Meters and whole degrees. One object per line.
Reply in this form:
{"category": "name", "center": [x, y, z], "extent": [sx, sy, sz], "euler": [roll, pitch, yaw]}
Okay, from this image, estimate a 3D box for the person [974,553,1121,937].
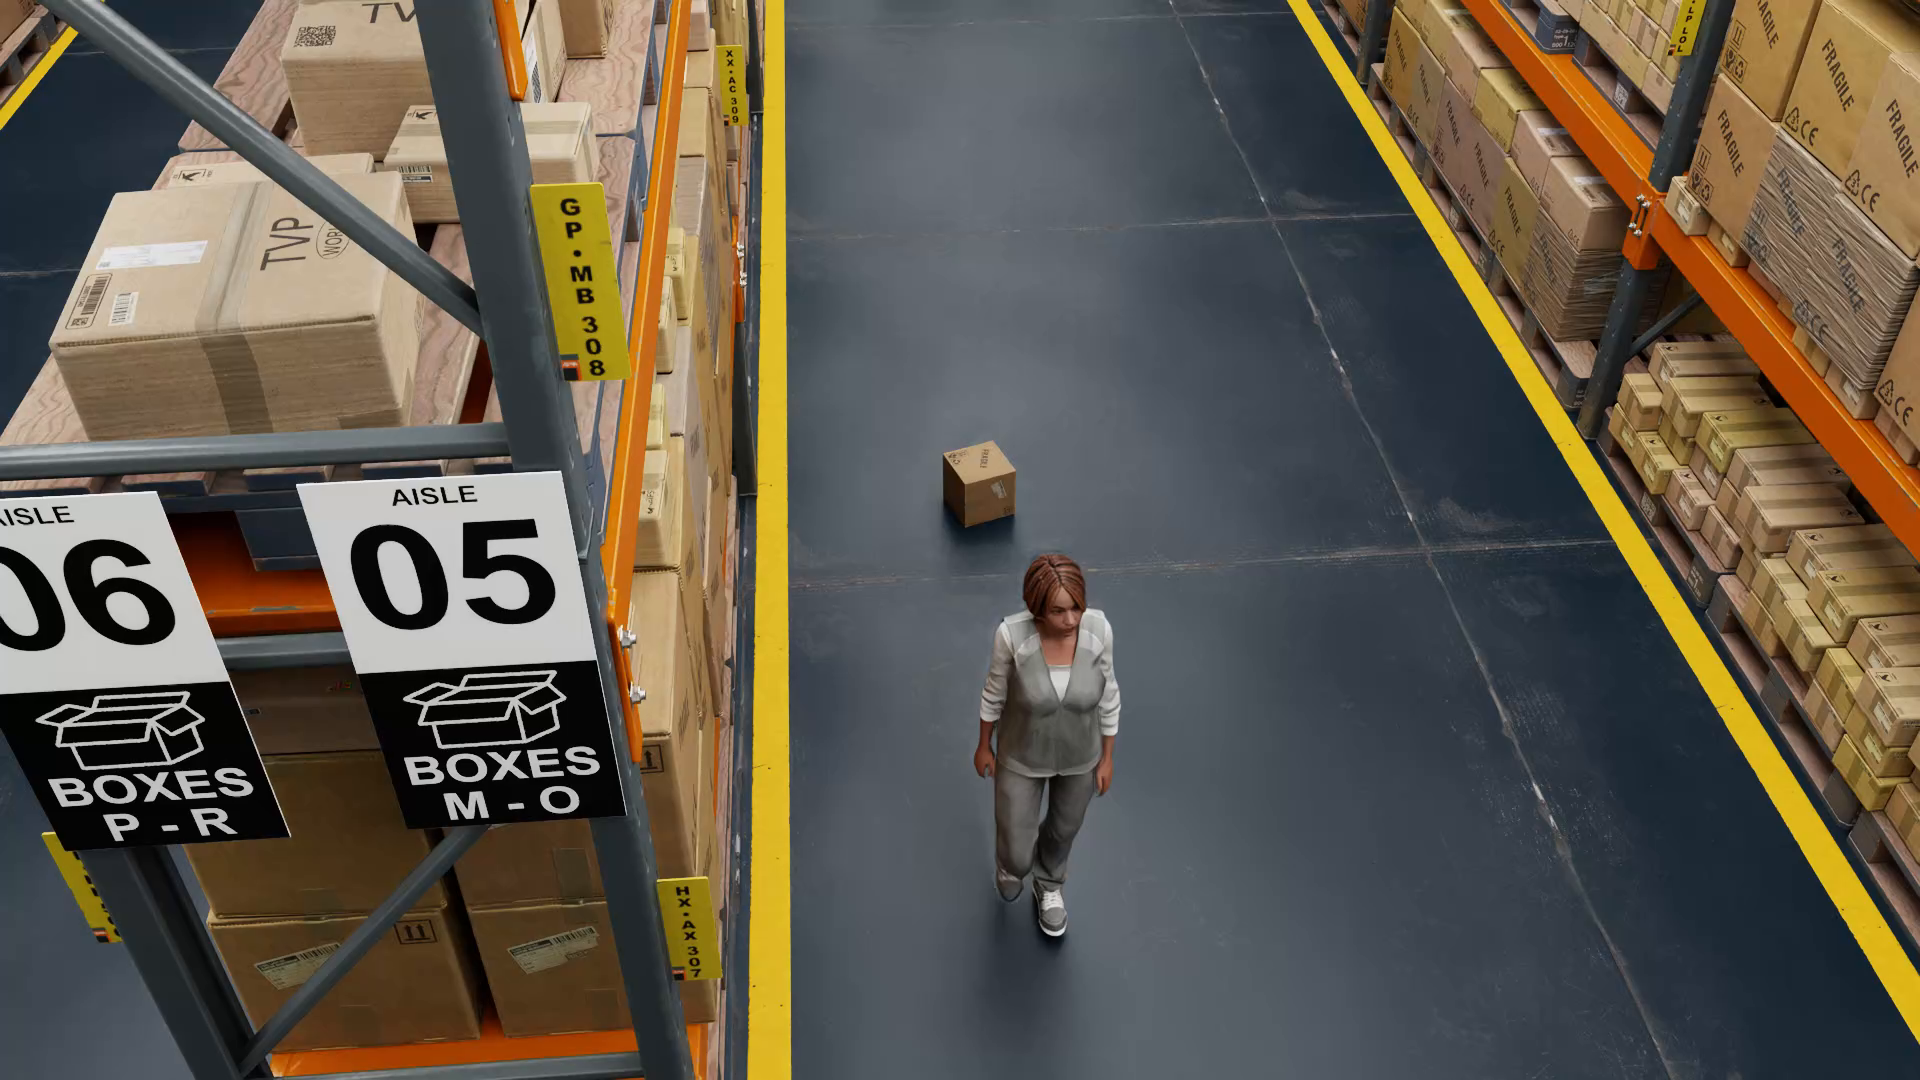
{"category": "person", "center": [0.280, 0.687, 5.287], "extent": [0.449, 1.592, 0.422], "euler": [-7, 40, -8]}
